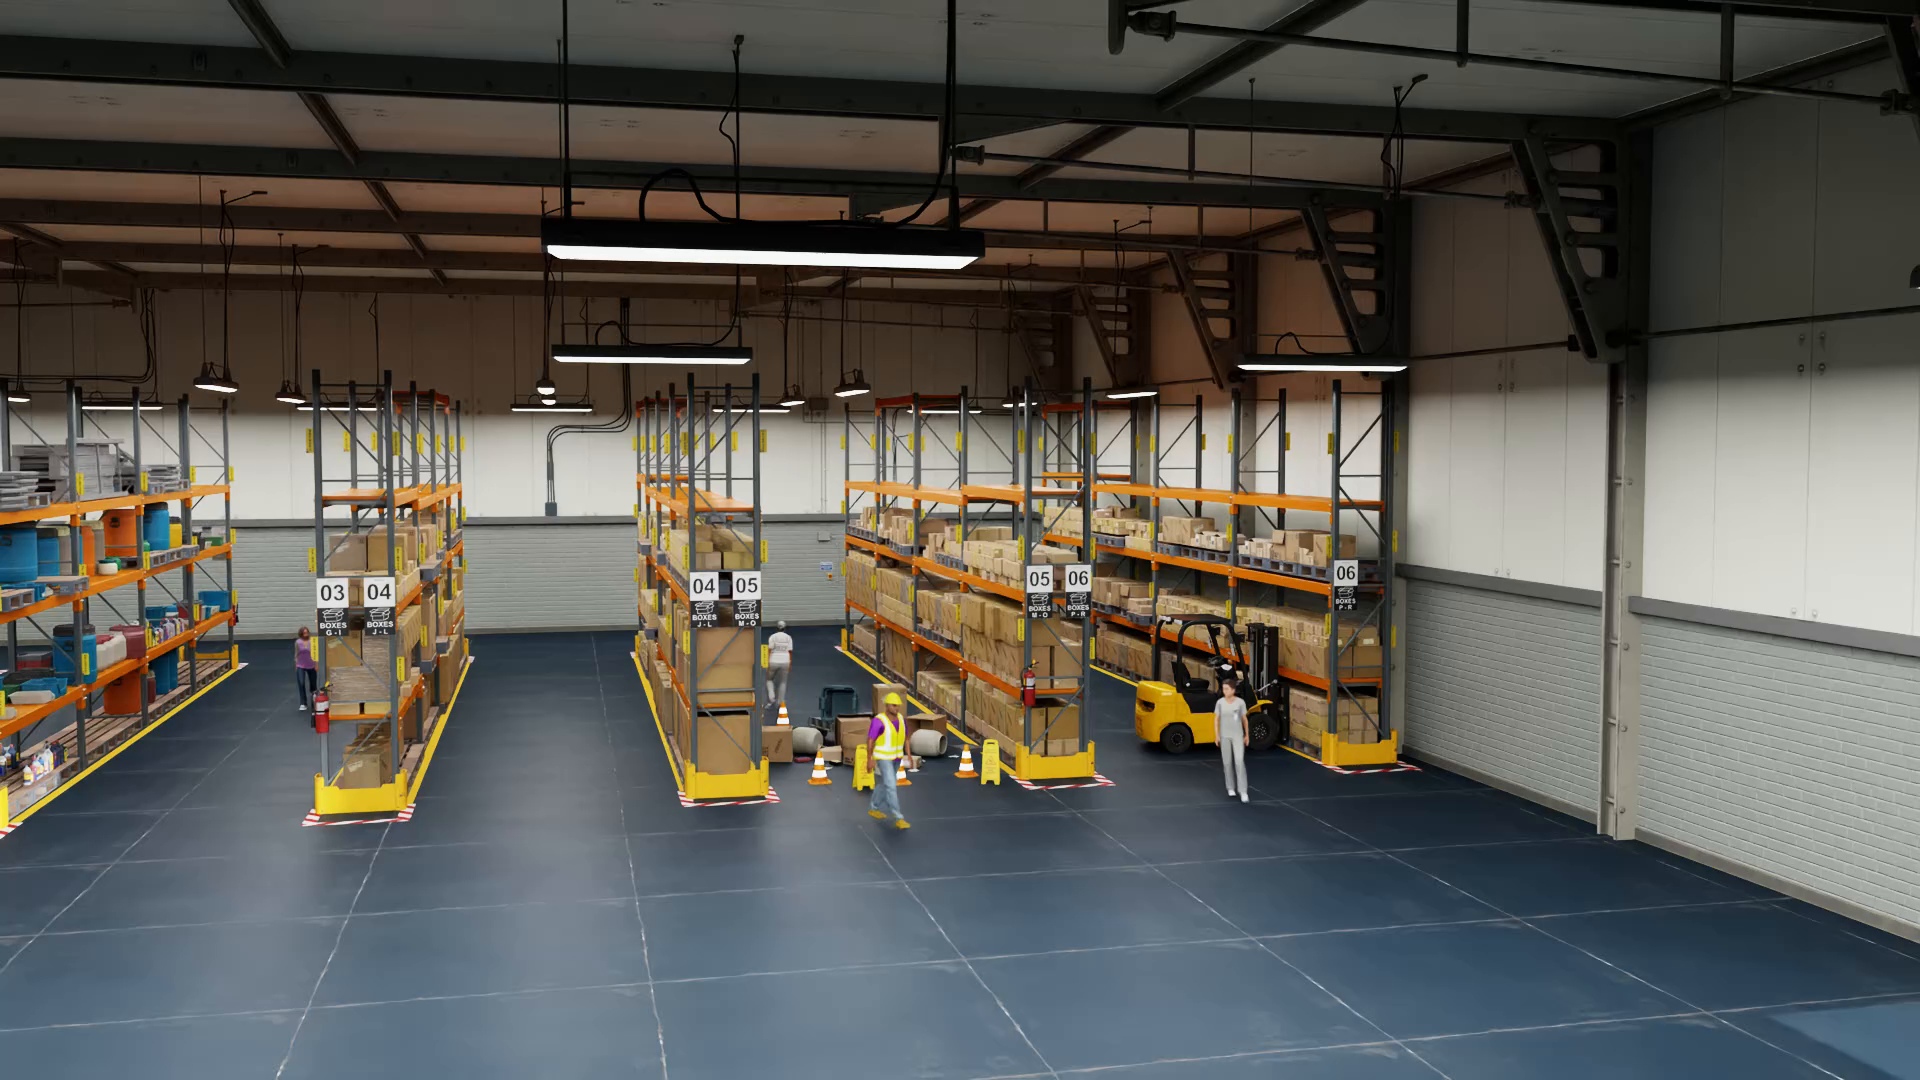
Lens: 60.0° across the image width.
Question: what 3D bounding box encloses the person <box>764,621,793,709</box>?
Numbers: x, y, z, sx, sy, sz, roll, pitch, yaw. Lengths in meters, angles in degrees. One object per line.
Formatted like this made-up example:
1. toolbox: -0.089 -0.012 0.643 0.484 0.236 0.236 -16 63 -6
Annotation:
1. person: -3.420 2.359 31.339 0.547 1.660 0.427 -1 3 -9

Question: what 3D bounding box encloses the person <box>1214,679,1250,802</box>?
1. person: 3.845 2.812 23.466 0.565 1.671 0.695 1 3 18

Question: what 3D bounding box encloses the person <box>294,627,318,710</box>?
1. person: -12.335 2.445 31.407 0.415 1.458 0.768 -1 3 -16

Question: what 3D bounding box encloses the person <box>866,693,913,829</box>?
1. person: -0.884 2.855 21.804 0.997 1.709 0.591 3 4 40
